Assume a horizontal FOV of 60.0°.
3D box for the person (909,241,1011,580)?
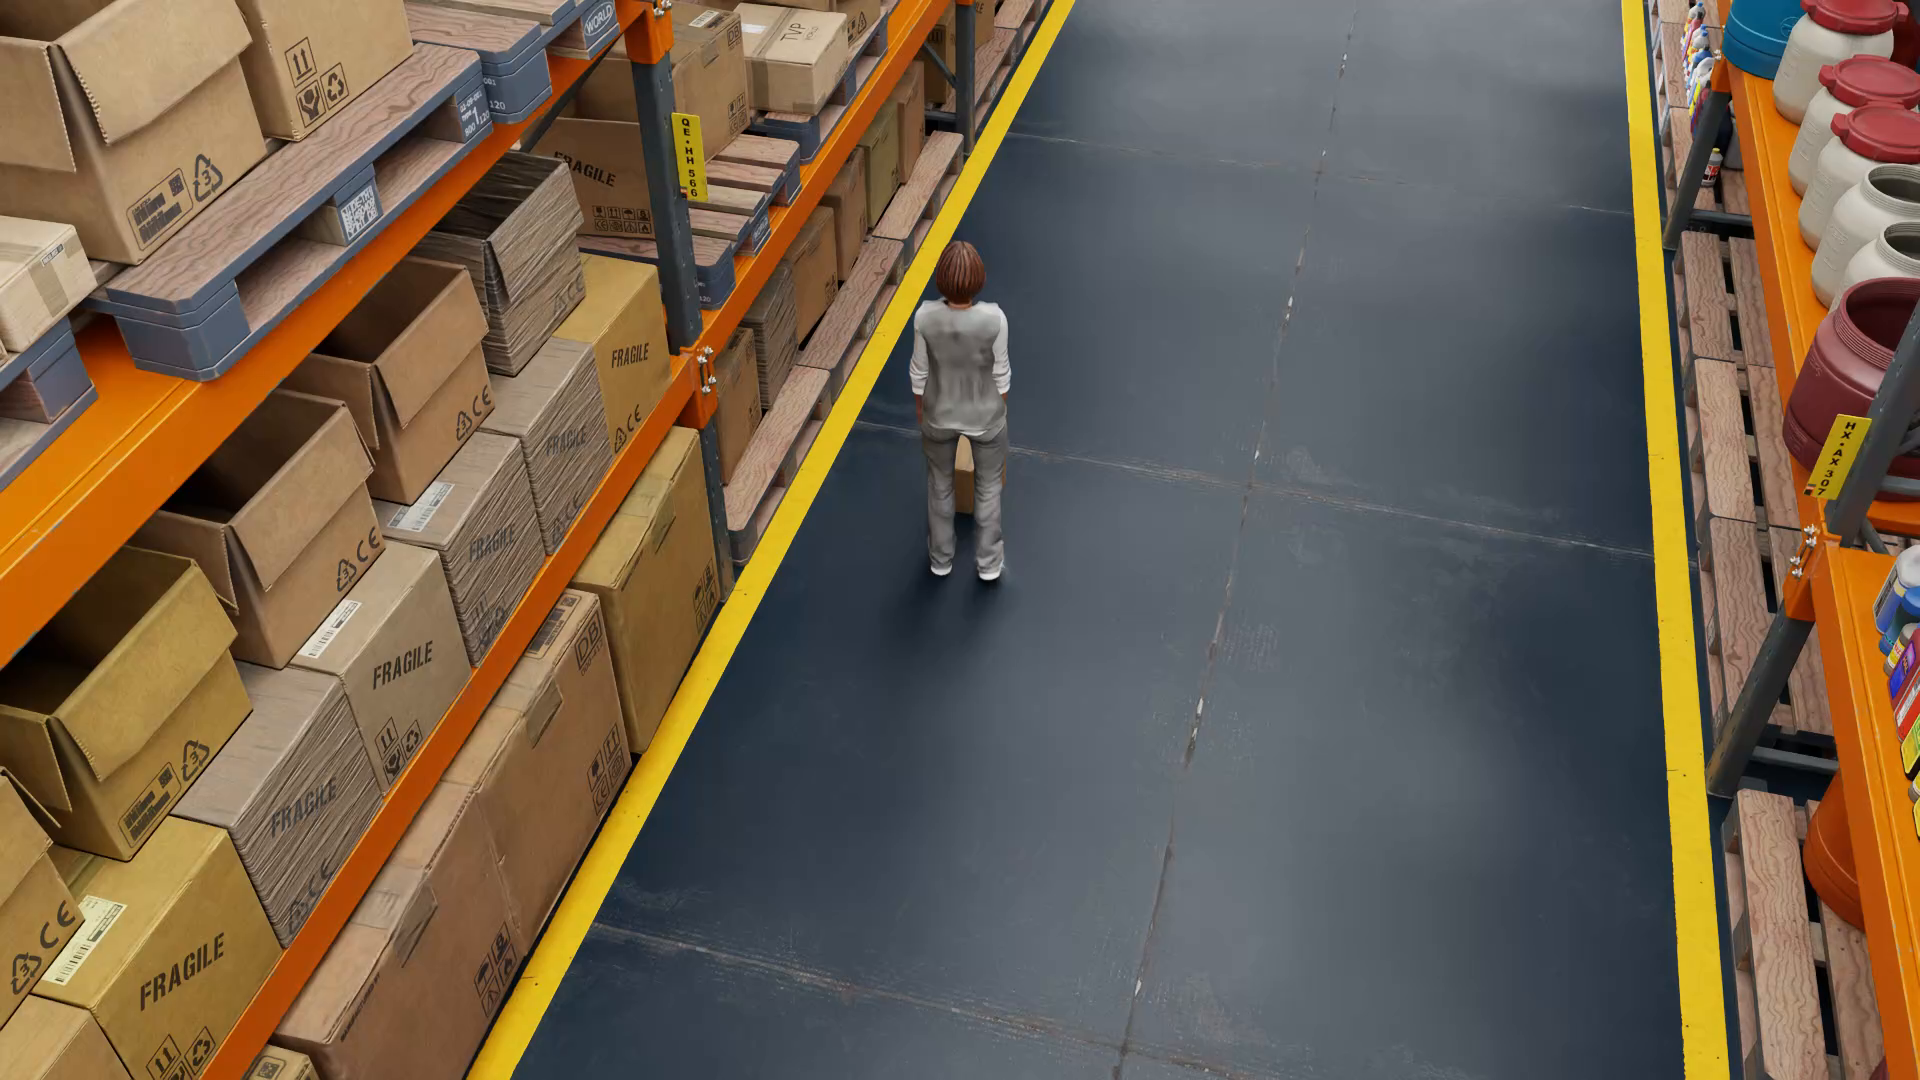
[{"bbox_3d":[-0.001,-0.497,6.742,0.407,1.609,0.310,3,42,4],"label":"person"}]
